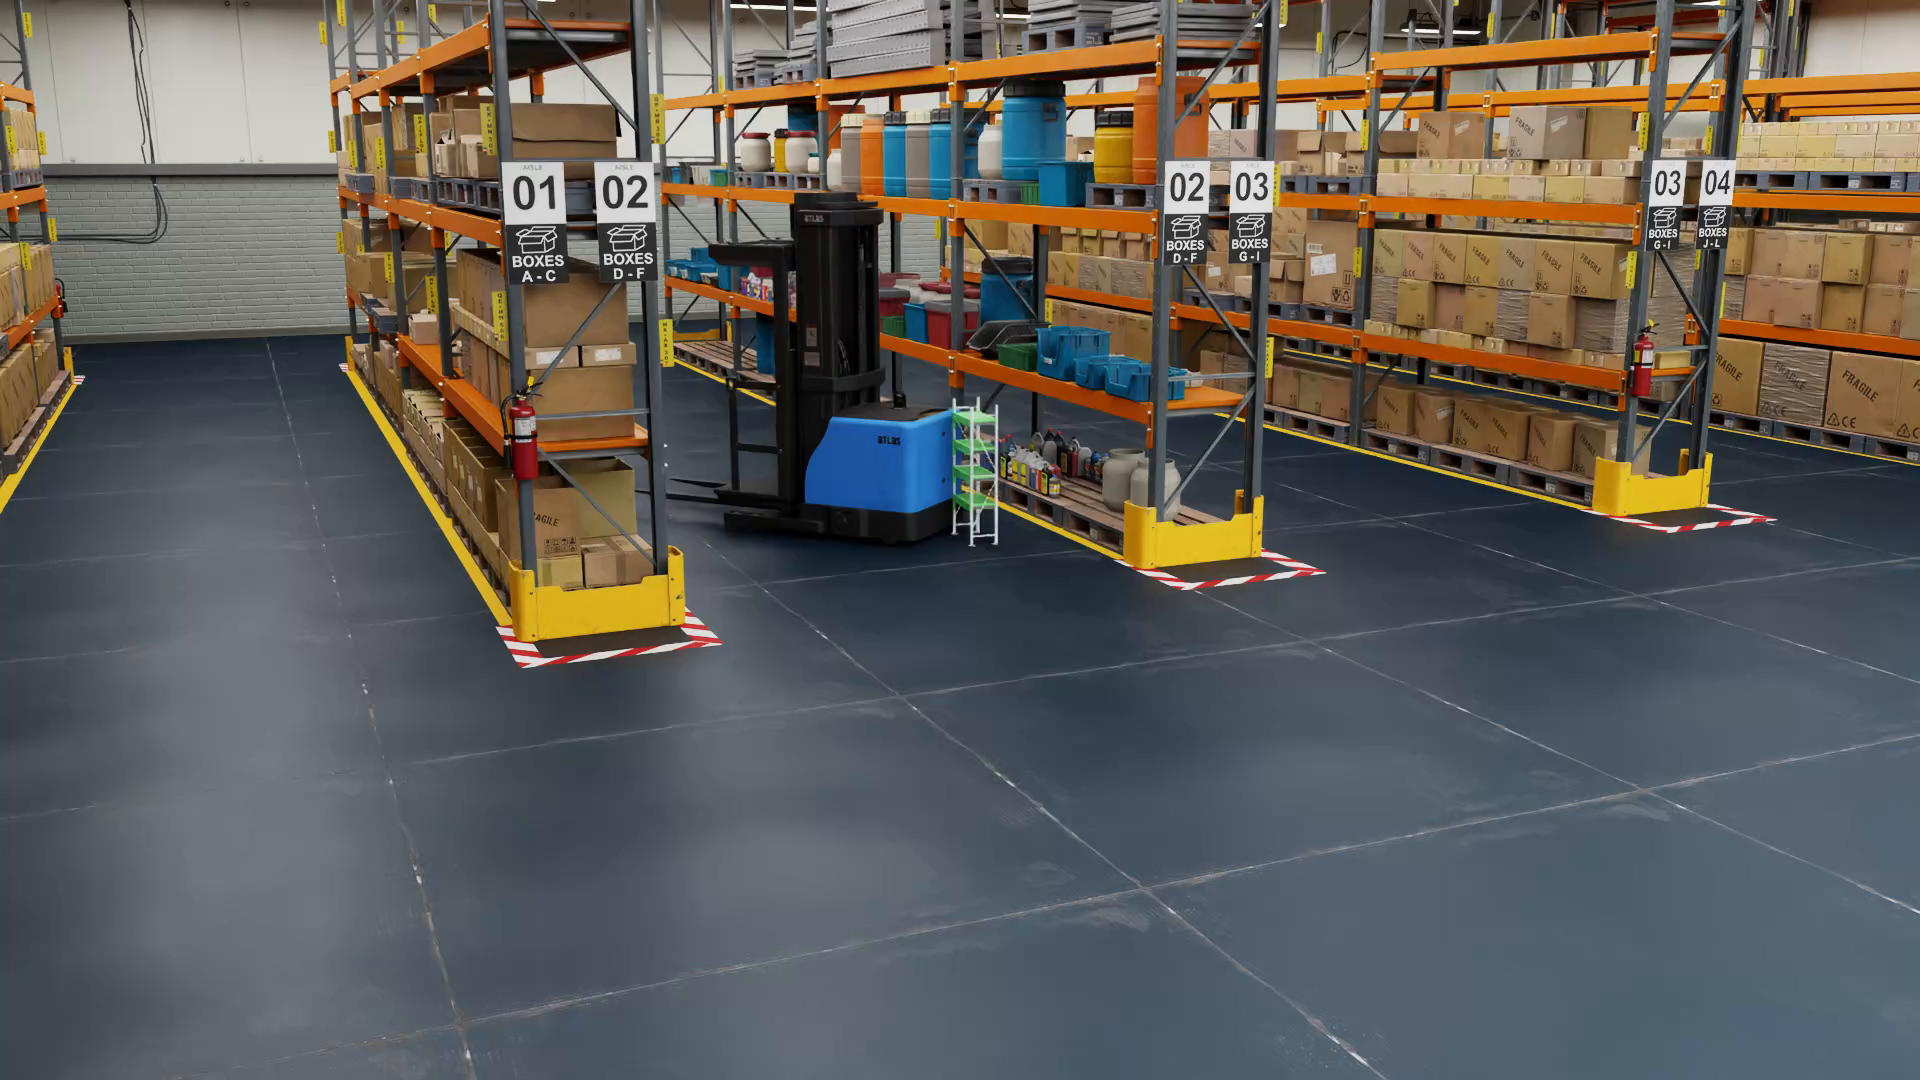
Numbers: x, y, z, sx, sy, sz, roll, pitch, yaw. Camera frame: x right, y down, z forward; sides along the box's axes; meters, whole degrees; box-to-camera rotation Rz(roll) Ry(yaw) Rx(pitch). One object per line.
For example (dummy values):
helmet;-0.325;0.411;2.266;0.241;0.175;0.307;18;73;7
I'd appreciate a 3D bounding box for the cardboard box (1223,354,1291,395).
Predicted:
cardboard box;3.848;-2.147;21.561;0.700;0.500;0.500;-7;15;-28

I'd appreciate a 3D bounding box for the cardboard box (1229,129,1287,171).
cardboard box;3.688;-4.825;20.583;0.500;0.500;0.500;-6;14;-25

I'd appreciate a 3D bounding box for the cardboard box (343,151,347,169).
cardboard box;-8.392;-5.351;23.409;0.500;0.250;0.500;-6;14;-23

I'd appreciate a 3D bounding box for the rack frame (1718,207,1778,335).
rack frame;12.407;-4.295;26.277;1.000;3.000;0.127;-6;14;-23

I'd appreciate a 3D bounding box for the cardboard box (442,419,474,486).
cardboard box;-4.250;-0.786;14.618;0.500;0.500;0.500;-6;14;-23

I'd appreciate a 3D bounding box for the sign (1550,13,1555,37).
sign;8.419;-7.333;23.675;0.100;0.325;0.005;-6;14;-23

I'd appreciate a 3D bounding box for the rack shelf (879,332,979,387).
rack shelf;-0.410;-2.189;18.772;1.077;0.370;4.000;-6;14;-23

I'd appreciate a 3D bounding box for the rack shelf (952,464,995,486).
rack shelf;0.128;-0.529;14.277;0.258;0.148;0.480;-4;14;-17

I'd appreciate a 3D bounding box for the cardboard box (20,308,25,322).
cardboard box;-11.373;-2.678;19.799;0.380;0.149;0.250;-5;14;-22

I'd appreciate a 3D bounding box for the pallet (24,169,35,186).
pallet;-12.694;-4.724;21.674;1.003;0.211;1.213;-6;14;-23

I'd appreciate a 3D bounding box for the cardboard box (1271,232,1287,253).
cardboard box;5.651;-5.029;28.566;0.500;0.500;0.500;-6;14;-25

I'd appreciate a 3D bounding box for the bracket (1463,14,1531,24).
bracket;11.884;-12.343;39.761;0.076;0.066;5.218;-6;14;-23

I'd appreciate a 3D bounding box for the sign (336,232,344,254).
sign;-9.453;-4.532;25.378;0.100;0.325;0.005;-6;14;-23

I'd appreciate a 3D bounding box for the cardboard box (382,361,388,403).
cardboard box;-6.966;-1.994;20.902;0.500;0.500;0.500;-5;14;-22

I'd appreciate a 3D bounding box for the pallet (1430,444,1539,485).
pallet;5.724;-0.827;17.476;1.003;0.211;1.213;-6;14;-23

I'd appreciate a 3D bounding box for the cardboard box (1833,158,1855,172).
cardboard box;9.958;-4.173;18.500;0.380;0.149;0.250;-5;14;-22

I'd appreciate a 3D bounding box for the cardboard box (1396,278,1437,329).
cardboard box;5.221;-2.562;17.908;0.875;0.500;0.500;-6;14;-23

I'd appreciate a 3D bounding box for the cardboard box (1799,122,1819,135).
cardboard box;9.759;-4.665;18.859;0.380;0.149;0.250;-5;14;-22

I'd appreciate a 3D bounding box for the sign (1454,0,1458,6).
sign;5.434;-6.035;18.243;0.100;0.325;0.005;-6;14;-23

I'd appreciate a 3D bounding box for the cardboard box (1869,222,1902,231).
cardboard box;13.199;-4.454;23.710;0.380;0.149;0.250;-6;14;-25

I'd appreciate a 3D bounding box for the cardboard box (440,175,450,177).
cardboard box;-4.609;-3.514;15.650;0.500;0.250;0.500;-7;15;-28

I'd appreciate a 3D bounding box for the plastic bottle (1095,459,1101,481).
plastic bottle;1.336;-0.666;15.825;0.097;0.201;0.097;0;13;0

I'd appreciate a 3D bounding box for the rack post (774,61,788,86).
rack post;-1.886;-6.052;21.670;0.937;0.300;0.954;-4;14;-17

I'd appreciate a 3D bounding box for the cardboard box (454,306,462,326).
cardboard box;-4.219;-1.972;14.576;0.380;0.149;0.250;-6;14;-23

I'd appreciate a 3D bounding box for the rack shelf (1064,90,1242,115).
rack shelf;2.526;-6.191;23.644;1.077;0.370;4.000;-6;14;-23

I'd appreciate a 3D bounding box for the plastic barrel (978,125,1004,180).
plastic barrel;0.384;-3.740;16.046;0.421;0.512;0.421;0;13;0

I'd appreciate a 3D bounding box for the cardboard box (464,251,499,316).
cardboard box;-3.762;-2.165;13.974;0.700;0.500;0.500;-6;14;-23

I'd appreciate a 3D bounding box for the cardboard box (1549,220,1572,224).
cardboard box;10.718;-5.541;29.218;0.500;0.500;0.500;-5;14;-22

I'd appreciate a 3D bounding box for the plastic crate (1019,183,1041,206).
plastic crate;0.774;-3.134;15.076;0.336;0.188;0.450;-6;14;-23

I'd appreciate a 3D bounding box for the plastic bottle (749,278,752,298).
plastic bottle;-2.902;-3.532;23.266;0.097;0.271;0.097;0;13;0

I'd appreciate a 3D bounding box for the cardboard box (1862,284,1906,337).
cardboard box;10.577;-2.559;18.441;0.875;0.550;0.550;-6;14;-23

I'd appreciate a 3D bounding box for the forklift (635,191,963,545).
forklift;-1.528;-1.593;14.751;3.031;2.935;1.130;6;14;25

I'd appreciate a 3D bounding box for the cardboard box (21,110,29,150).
cardboard box;-12.543;-5.380;21.826;0.500;0.500;0.500;-6;14;-25

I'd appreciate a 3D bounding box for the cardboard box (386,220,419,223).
cardboard box;-8.110;-4.417;24.362;0.500;0.500;0.500;-5;14;-21

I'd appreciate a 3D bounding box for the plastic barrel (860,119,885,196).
plastic barrel;-0.819;-4.299;18.688;0.600;0.830;0.708;-6;14;-23

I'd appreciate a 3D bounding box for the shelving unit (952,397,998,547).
shelving unit;0.128;-0.591;14.263;0.258;1.200;0.503;-4;14;-17

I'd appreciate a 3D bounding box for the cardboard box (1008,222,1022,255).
cardboard box;1.099;-4.839;26.633;0.500;0.500;0.500;-5;14;-22

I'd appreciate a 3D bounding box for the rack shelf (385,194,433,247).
rack shelf;-4.950;-3.204;16.504;1.077;0.370;4.000;-6;14;-23

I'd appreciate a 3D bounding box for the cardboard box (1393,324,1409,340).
cardboard box;4.954;-2.278;18.117;0.380;0.149;0.250;-6;14;-23

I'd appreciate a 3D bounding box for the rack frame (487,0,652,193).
rack frame;-2.546;-3.776;10.729;1.000;3.000;0.127;-6;14;-23

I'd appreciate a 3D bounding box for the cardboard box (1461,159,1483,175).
cardboard box;5.334;-3.795;16.912;0.380;0.149;0.250;-6;14;-24

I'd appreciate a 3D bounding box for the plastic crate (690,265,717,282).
plastic crate;-3.971;-4.139;25.838;0.416;0.233;0.300;-6;14;-23

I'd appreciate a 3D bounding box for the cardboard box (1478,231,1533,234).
cardboard box;5.763;-2.980;17.494;0.500;0.500;0.500;-6;14;-23

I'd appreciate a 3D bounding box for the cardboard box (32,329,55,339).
cardboard box;-12.903;-2.868;23.283;0.380;0.149;0.250;-6;14;-24

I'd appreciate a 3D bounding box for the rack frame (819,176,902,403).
rack frame;-1.211;-2.953;20.476;1.000;3.000;0.127;-6;14;-23

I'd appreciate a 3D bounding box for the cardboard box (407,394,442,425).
cardboard box;-5.592;-1.402;17.698;0.500;0.311;0.500;-6;14;-24

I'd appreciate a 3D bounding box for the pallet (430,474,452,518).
pallet;-4.480;-0.470;15.933;1.003;0.211;1.213;-6;14;-23

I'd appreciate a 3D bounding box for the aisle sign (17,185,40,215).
aisle sign;-13.247;-5.019;23.639;0.394;0.787;0.004;-6;14;-23

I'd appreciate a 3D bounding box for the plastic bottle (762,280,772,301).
plastic bottle;-2.606;-3.398;22.672;0.152;0.276;0.135;-6;14;-23

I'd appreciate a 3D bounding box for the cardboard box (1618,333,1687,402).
cardboard box;9.184;-2.230;21.409;1.050;0.750;0.750;-6;14;-23

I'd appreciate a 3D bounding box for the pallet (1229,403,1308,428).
pallet;4.124;-1.629;20.938;1.003;0.211;1.213;-6;14;-23

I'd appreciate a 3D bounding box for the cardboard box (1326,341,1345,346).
cardboard box;6.363;-3.464;27.297;0.500;0.500;0.500;-5;14;-21

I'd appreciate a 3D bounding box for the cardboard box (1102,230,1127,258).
cardboard box;2.516;-4.363;24.123;0.797;0.503;0.637;-5;14;-21

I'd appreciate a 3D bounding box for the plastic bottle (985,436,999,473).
plastic bottle;0.334;-0.846;16.272;0.144;0.351;0.185;-5;14;-21

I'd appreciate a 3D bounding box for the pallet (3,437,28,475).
pallet;-10.535;-0.869;17.658;1.003;0.211;1.213;-6;14;-23

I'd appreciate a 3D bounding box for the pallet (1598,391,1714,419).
pallet;9.137;-1.795;21.658;1.003;0.211;1.213;-6;14;-23

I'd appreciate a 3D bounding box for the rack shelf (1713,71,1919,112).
rack shelf;10.316;-4.965;18.348;1.077;0.370;4.000;-6;14;-23

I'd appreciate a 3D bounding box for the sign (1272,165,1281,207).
sign;2.499;-2.815;13.206;0.100;0.325;0.005;-6;14;-23
